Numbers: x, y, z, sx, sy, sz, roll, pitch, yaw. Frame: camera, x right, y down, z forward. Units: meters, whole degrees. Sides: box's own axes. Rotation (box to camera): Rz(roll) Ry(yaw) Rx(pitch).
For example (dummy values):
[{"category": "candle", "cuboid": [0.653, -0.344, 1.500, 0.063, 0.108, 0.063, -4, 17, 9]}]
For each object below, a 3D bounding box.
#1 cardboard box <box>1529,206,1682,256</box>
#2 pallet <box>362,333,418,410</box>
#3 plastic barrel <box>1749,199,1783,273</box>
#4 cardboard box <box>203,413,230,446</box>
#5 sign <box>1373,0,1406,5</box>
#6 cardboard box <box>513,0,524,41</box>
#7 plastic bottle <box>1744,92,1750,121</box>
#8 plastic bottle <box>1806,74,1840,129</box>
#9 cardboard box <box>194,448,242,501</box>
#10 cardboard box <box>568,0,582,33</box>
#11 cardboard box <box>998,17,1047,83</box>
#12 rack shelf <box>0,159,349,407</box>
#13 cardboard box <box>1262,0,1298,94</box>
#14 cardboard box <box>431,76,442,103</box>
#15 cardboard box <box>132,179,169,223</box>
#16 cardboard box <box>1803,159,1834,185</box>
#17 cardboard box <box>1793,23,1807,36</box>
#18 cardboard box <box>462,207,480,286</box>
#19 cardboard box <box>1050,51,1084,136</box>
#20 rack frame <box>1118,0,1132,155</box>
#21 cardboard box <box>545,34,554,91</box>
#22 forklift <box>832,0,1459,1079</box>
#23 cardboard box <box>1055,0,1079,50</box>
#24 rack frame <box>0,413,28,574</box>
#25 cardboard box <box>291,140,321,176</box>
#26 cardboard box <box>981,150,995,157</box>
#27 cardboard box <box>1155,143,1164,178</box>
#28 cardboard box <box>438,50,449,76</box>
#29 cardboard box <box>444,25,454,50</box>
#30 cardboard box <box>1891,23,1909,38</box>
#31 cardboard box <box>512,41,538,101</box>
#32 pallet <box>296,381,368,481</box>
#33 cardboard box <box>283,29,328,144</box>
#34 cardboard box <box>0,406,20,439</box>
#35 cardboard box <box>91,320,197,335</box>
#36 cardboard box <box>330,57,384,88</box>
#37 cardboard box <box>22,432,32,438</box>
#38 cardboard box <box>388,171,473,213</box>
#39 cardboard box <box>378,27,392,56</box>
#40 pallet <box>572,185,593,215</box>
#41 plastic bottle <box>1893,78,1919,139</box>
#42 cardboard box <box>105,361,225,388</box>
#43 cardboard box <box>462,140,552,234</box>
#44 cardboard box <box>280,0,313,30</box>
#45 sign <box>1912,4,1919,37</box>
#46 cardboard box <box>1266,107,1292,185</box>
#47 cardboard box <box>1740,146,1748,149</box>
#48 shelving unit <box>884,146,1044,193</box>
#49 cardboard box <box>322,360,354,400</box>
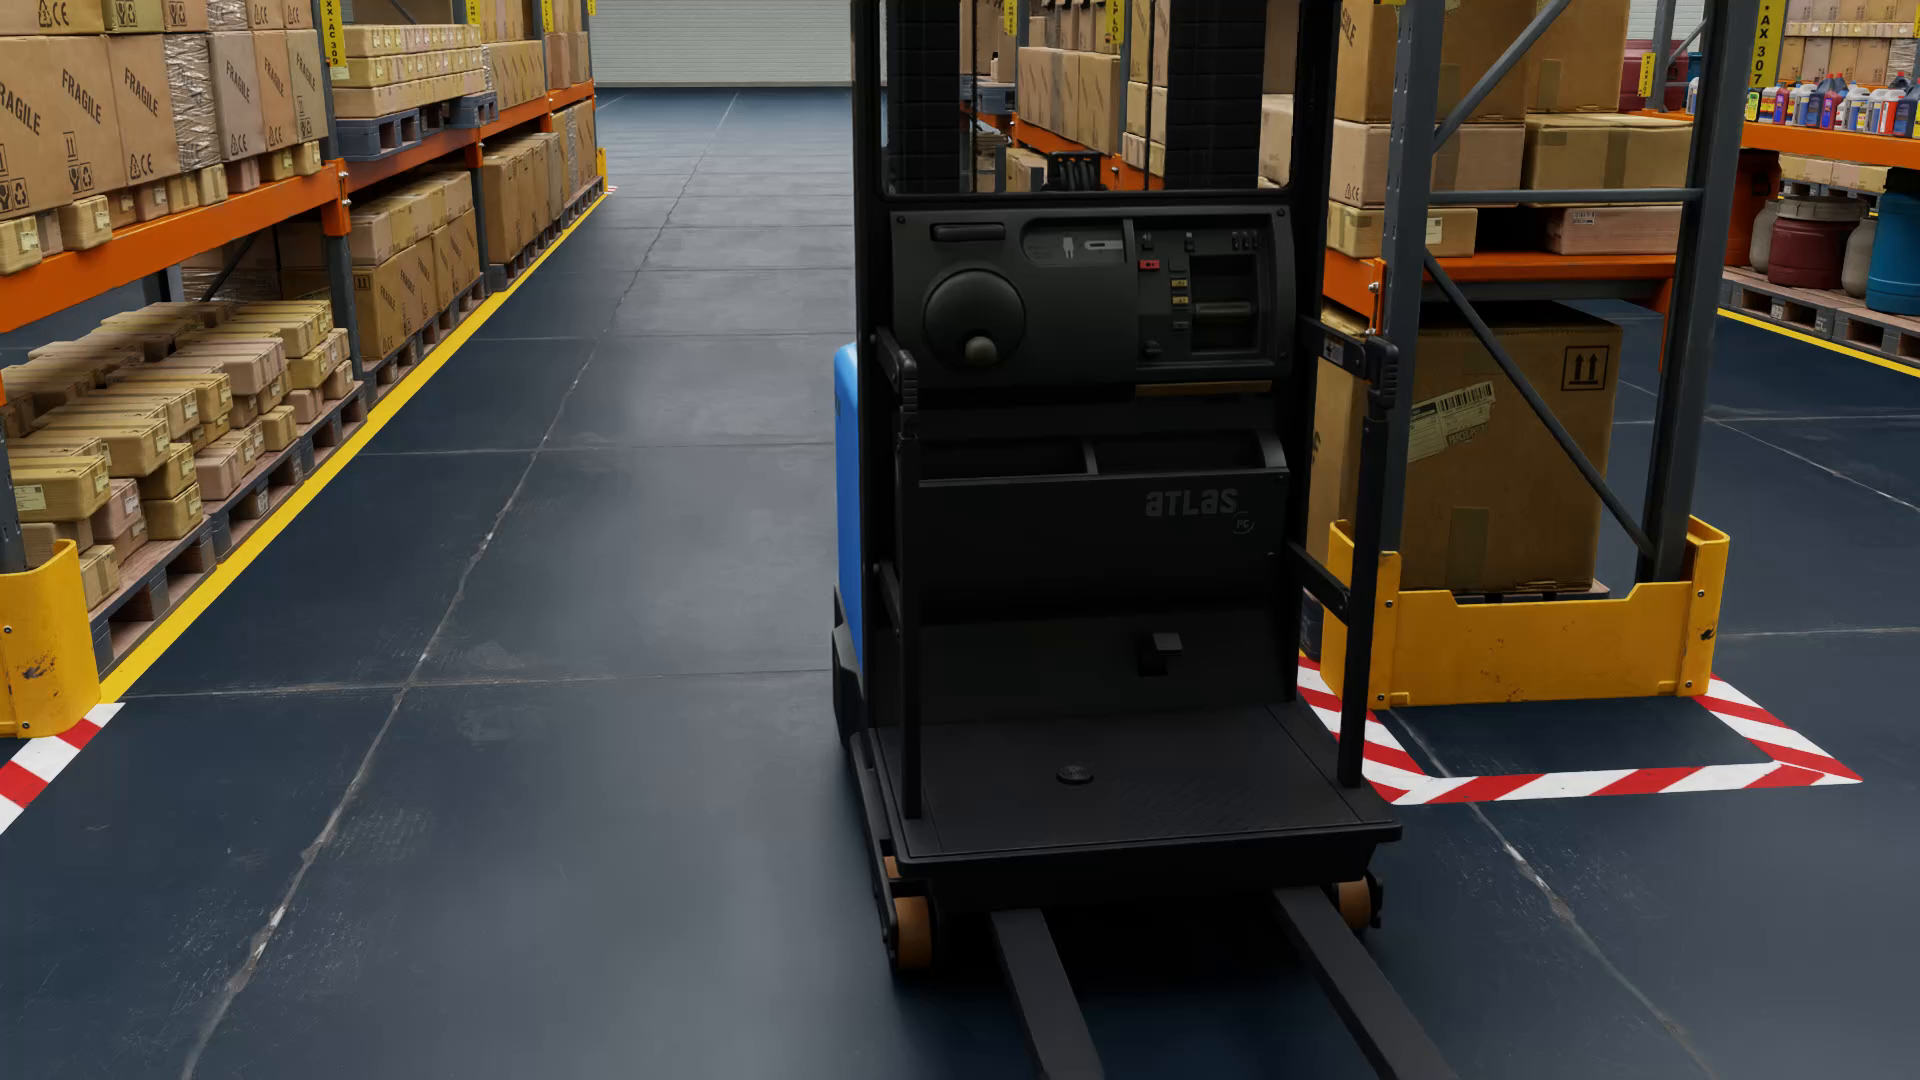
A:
[{"category": "cardboard box", "cuboid": [2.029, -0.987, 5.231, 0.380, 0.149, 0.250, -2, 17, -5]}, {"category": "pallet", "cuboid": [-3.700, -0.961, 9.384, 1.003, 0.211, 1.213, -2, 18, -6]}, {"category": "plastic barrel", "cuboid": [6.054, -2.230, 12.224, 0.421, 0.512, 0.421, 0, 17, 0]}, {"category": "cardboard box", "cuboid": [-3.218, -0.483, 6.770, 0.380, 0.149, 0.250, -1, 17, -3]}, {"category": "sign", "cuboid": [1.197, -1.643, 4.575, 0.100, 0.325, 0.005, -2, 18, -6]}, {"category": "cardboard box", "cuboid": [-4.387, -4.820, 15.185, 0.700, 0.500, 0.500, -2, 18, -7]}, {"category": "plastic bottle", "cuboid": [5.609, -3.080, 11.812, 0.097, 0.201, 0.097, 0, 17, 0]}, {"category": "plastic bottle", "cuboid": [5.718, -2.904, 11.000, 0.144, 0.351, 0.185, -2, 18, -6]}, {"category": "cardboard box", "cuboid": [-3.060, -0.252, 6.531, 0.380, 0.149, 0.250, -3, 18, -8]}, {"category": "cardboard box", "cuboid": [-4.708, -5.948, 18.563, 0.875, 0.550, 0.550, -2, 18, -6]}, {"category": "cardboard box", "cuboid": [0.660, -3.945, 13.367, 0.700, 0.500, 0.500, 1, 17, 3]}, {"category": "rack shelf", "cuboid": [-3.412, -1.120, 6.438, 1.077, 0.370, 4.000, -2, 18, -6]}, {"category": "cardboard box", "cuboid": [1.222, -2.158, 7.045, 0.500, 0.500, 0.500, -2, 18, -7]}, {"category": "cardboard box", "cuboid": [-3.365, -2.735, 10.100, 0.380, 0.149, 0.250, -3, 18, -8]}, {"category": "cardboard box", "cuboid": [-3.119, -1.239, 6.037, 0.380, 0.149, 0.250, -2, 18, -7]}, {"category": "cardboard box", "cuboid": [9.981, -4.188, 18.899, 0.500, 0.250, 0.500, -2, 18, -6]}, {"category": "cardboard box", "cuboid": [9.903, -5.912, 19.252, 0.380, 0.149, 0.250, -2, 18, -6]}, {"category": "cardboard box", "cuboid": [-3.703, -2.071, 11.737, 0.500, 0.500, 0.500, -2, 18, -6]}, {"category": "cardboard box", "cuboid": [0.854, -2.813, 10.463, 0.500, 0.500, 0.500, -2, 18, -5]}, {"category": "rack frame", "cuboid": [1.325, -2.182, 8.620, 1.000, 3.000, 0.127, -2, 18, -6]}, {"category": "cardboard box", "cuboid": [-4.573, -4.787, 16.666, 0.875, 0.550, 0.550, -2, 18, -6]}, {"category": "forklift", "cuboid": [0.342, -0.564, 3.581, 1.130, 2.935, 3.031, -3, 18, -8]}, {"category": "cardboard box", "cuboid": [1.036, -3.488, 10.937, 0.797, 0.503, 0.637, -1, 17, -4]}, {"category": "rack frame", "cuboid": [-3.206, -0.867, 4.432, 1.000, 3.000, 0.127, -2, 18, -6]}, {"category": "cardboard box", "cuboid": [-3.221, -1.788, 7.784, 0.380, 0.149, 0.250, -2, 18, -7]}, {"category": "cardboard box", "cuboid": [0.499, -3.694, 16.907, 0.500, 0.500, 0.500, -2, 18, -7]}, {"category": "cardboard box", "cuboid": [1.109, -1.729, 7.596, 0.380, 0.149, 0.250, -2, 18, -7]}, {"category": "cardboard box", "cuboid": [-3.392, -2.956, 10.306, 0.380, 0.149, 0.250, -1, 17, -4]}, {"category": "cardboard box", "cuboid": [-3.424, -3.179, 10.520, 0.380, 0.149, 0.250, -2, 18, -6]}, {"category": "cardboard box", "cuboid": [10.089, -5.376, 17.543, 0.380, 0.149, 0.250, -2, 18, -7]}, {"category": "cardboard box", "cuboid": [-4.072, -4.193, 14.857, 0.500, 0.500, 0.500, -2, 18, -6]}, {"category": "pallet", "cuboid": [-3.514, -0.530, 8.012, 1.003, 0.211, 1.213, -2, 18, -6]}, {"category": "cardboard box", "cuboid": [-3.288, -2.113, 7.737, 0.500, 0.500, 0.500, -2, 18, -6]}, {"category": "cardboard box", "cuboid": [-3.598, -0.370, 5.914, 0.380, 0.149, 0.250, -2, 18, -8]}, {"category": "cardboard box", "cuboid": [-3.745, -0.916, 7.653, 0.380, 0.149, 0.250, -2, 18, -6]}, {"category": "cardboard box", "cuboid": [-3.202, -2.413, 8.577, 0.380, 0.149, 0.250, -1, 17, -5]}, {"category": "cardboard box", "cuboid": [-3.666, -0.307, 6.207, 0.380, 0.149, 0.250, -2, 17, -5]}, {"category": "cardboard box", "cuboid": [-3.700, -2.421, 11.600, 0.500, 0.250, 0.500, -2, 18, -7]}, {"category": "cardboard box", "cuboid": [-3.237, -2.638, 8.797, 0.380, 0.149, 0.250, -1, 17, -4]}, {"category": "pallet", "cuboid": [-4.573, -3.705, 18.127, 1.003, 0.211, 1.213, -2, 18, -6]}, {"category": "plastic bottle", "cuboid": [5.812, -2.631, 10.130, 0.144, 0.351, 0.185, -2, 18, -6]}, {"category": "cardboard box", "cuboid": [-3.199, -0.621, 6.714, 0.380, 0.149, 0.250, -2, 18, -6]}, {"category": "cardboard box", "cuboid": [-4.195, -3.100, 14.598, 1.050, 0.750, 0.750, -2, 18, -6]}, {"category": "cardboard box", "cuboid": [-3.301, -2.594, 7.599, 0.500, 0.500, 0.500, -2, 18, -8]}, {"category": "sign", "cuboid": [9.802, -5.304, 16.986, 0.100, 0.325, 0.005, -2, 18, -6]}, {"category": "cardboard box", "cuboid": [1.372, -1.348, 5.717, 0.500, 0.250, 0.500, -2, 18, -7]}, {"category": "cardboard box", "cuboid": [9.829, -4.993, 20.211, 0.500, 0.500, 0.500, -2, 18, -6]}, {"category": "shelving unit", "cuboid": [-0.008, -0.738, 6.525, 0.587, 1.500, 1.083, -2, 18, -6]}, {"category": "cardboard box", "cuboid": [-3.239, -0.793, 8.253, 0.380, 0.149, 0.250, -2, 17, -5]}]
